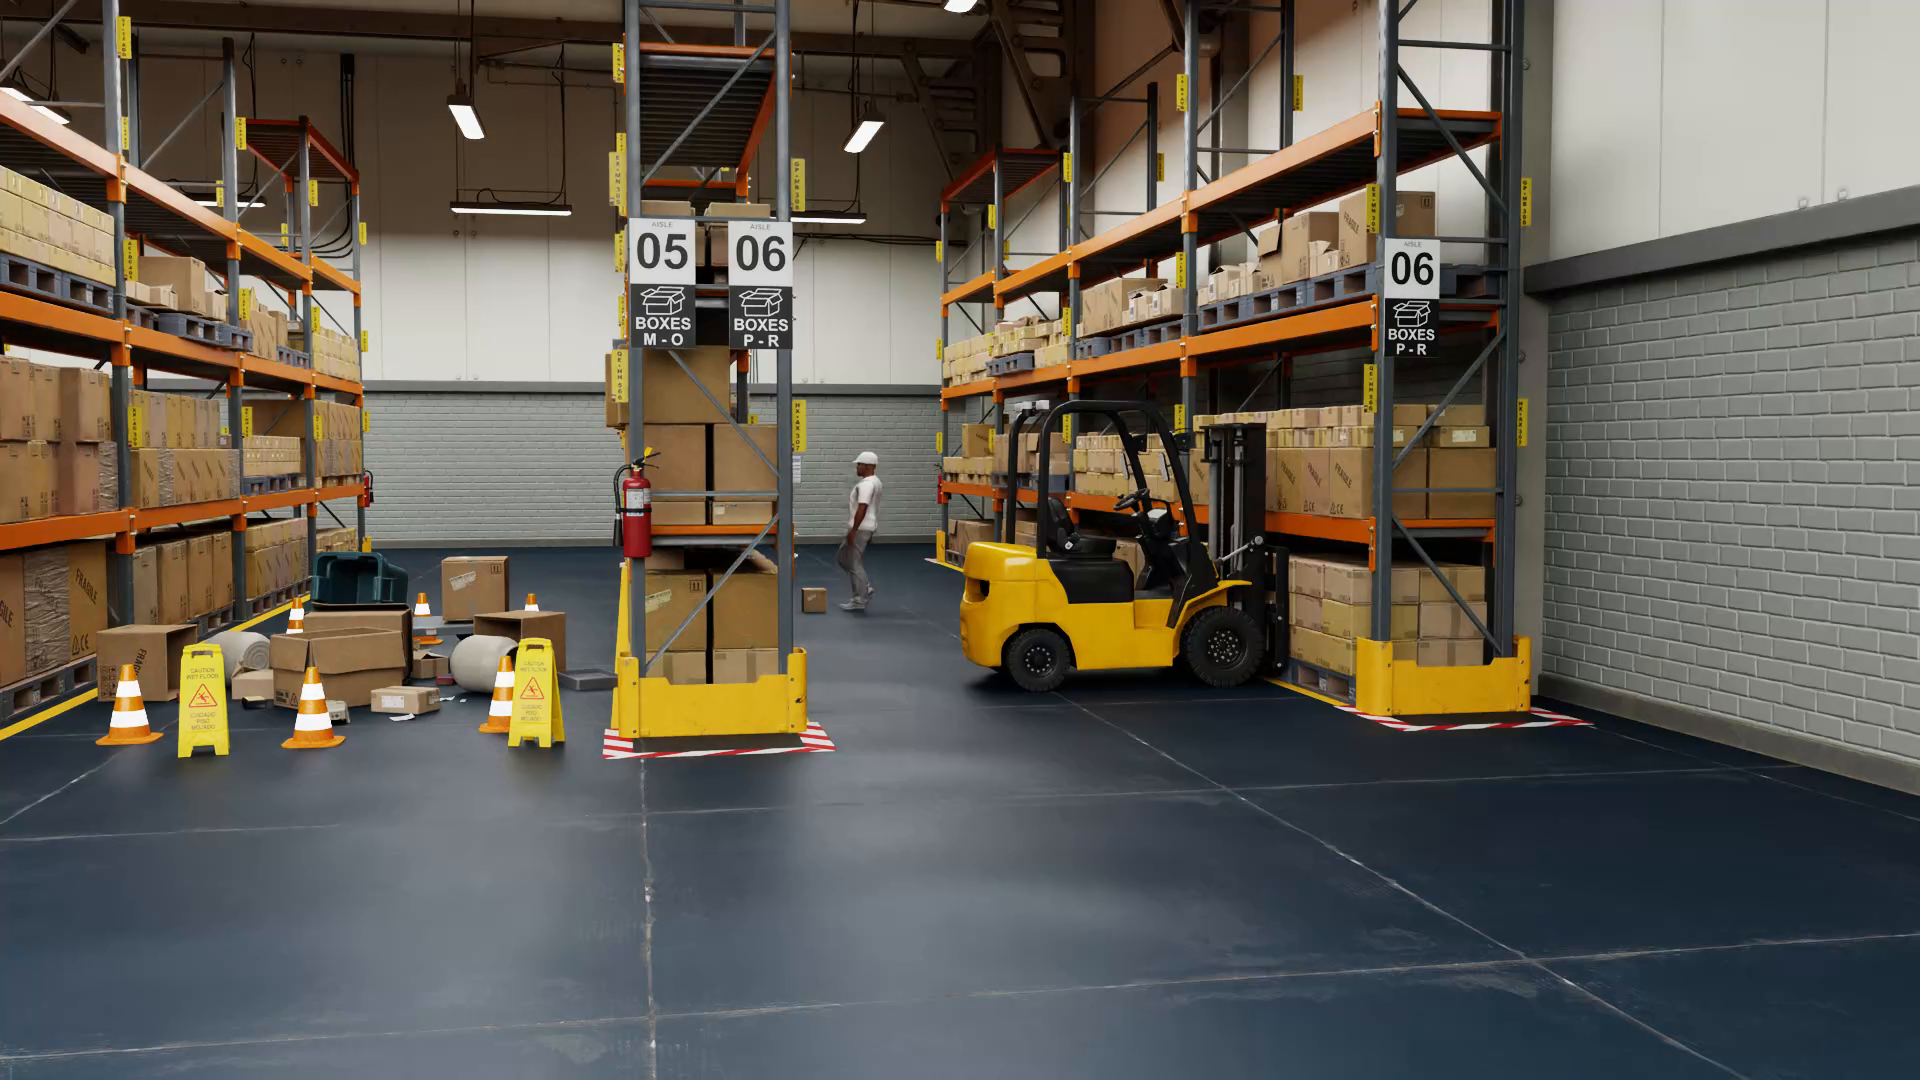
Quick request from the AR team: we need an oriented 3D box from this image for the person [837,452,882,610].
[{"bbox_3d":[-1.145,-0.106,18.610,0.516,1.763,0.607,0,3,5],"label":"person"}]
